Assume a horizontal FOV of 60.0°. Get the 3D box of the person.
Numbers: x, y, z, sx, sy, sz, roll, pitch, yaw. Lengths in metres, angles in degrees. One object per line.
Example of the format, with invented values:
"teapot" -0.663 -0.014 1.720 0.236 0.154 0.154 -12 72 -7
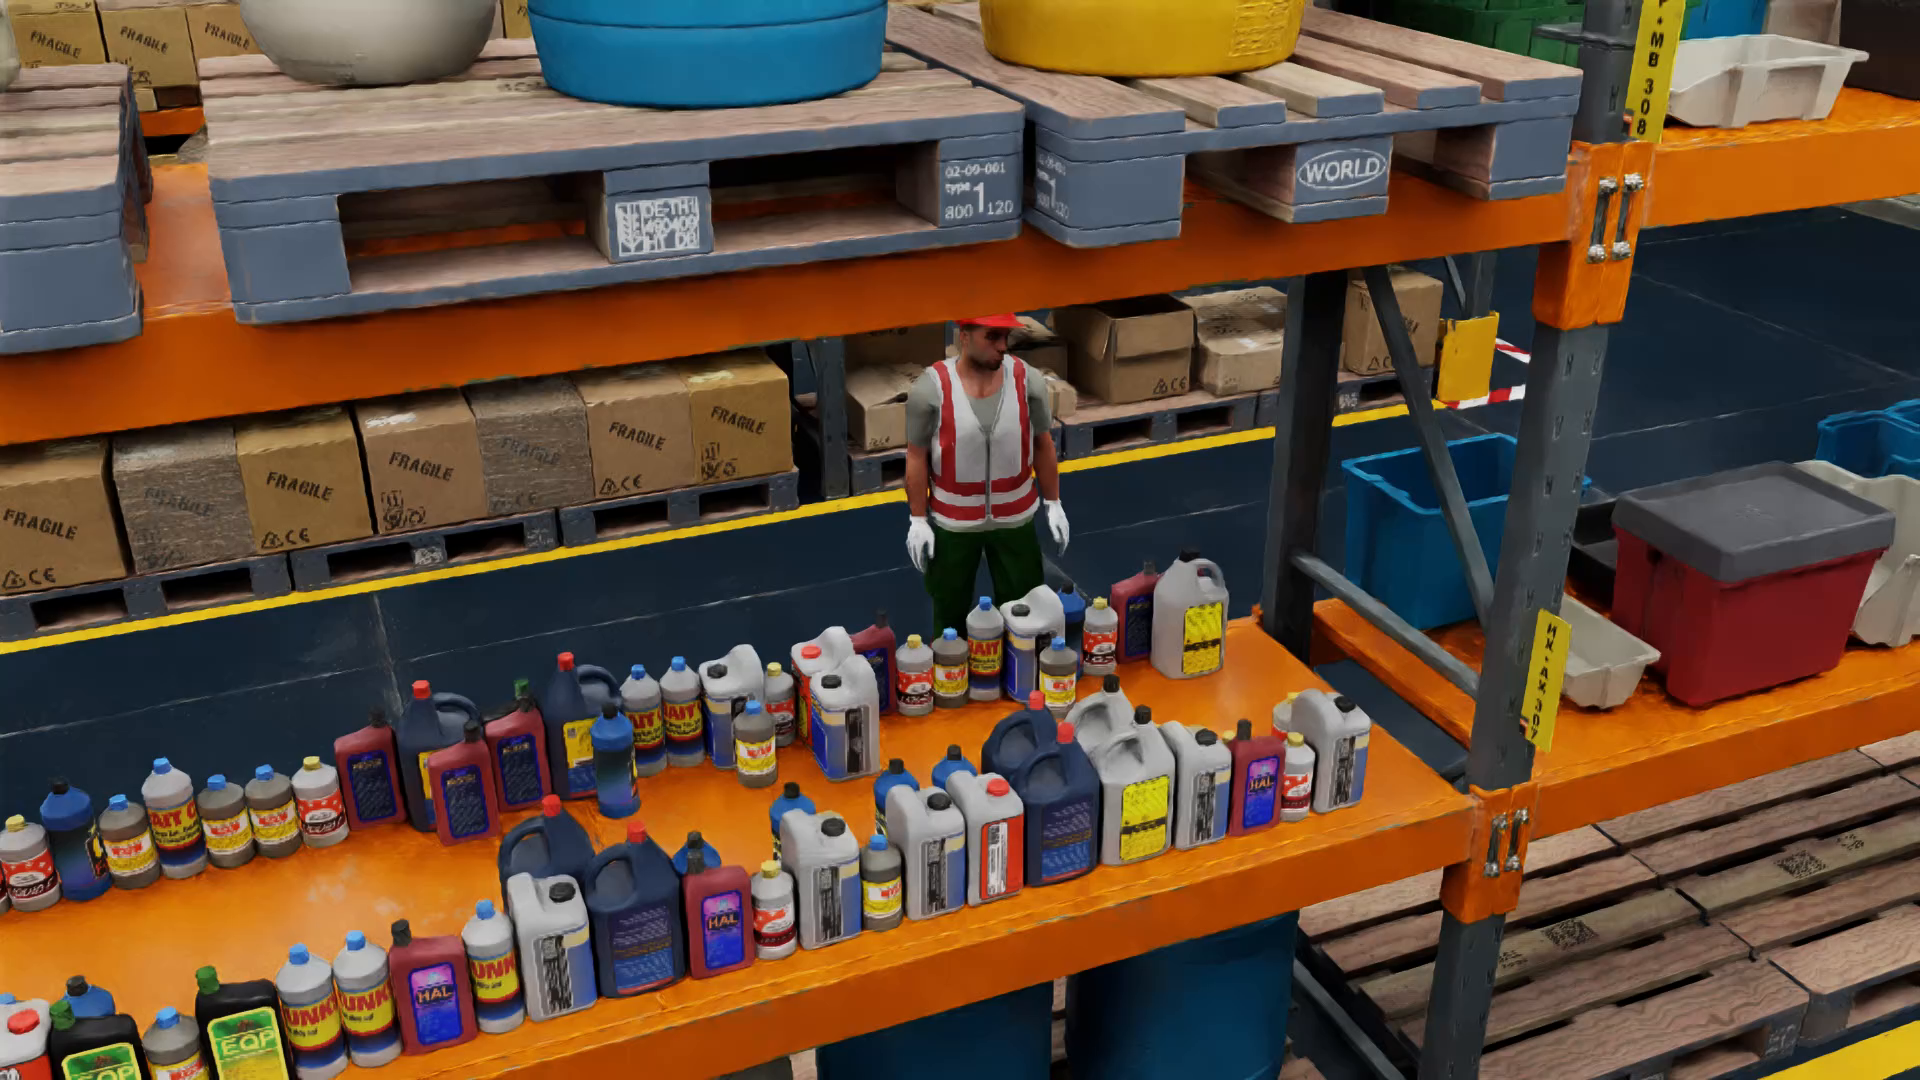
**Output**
"person" 0.100 -0.065 6.162 0.618 1.785 0.414 -3 26 -7
